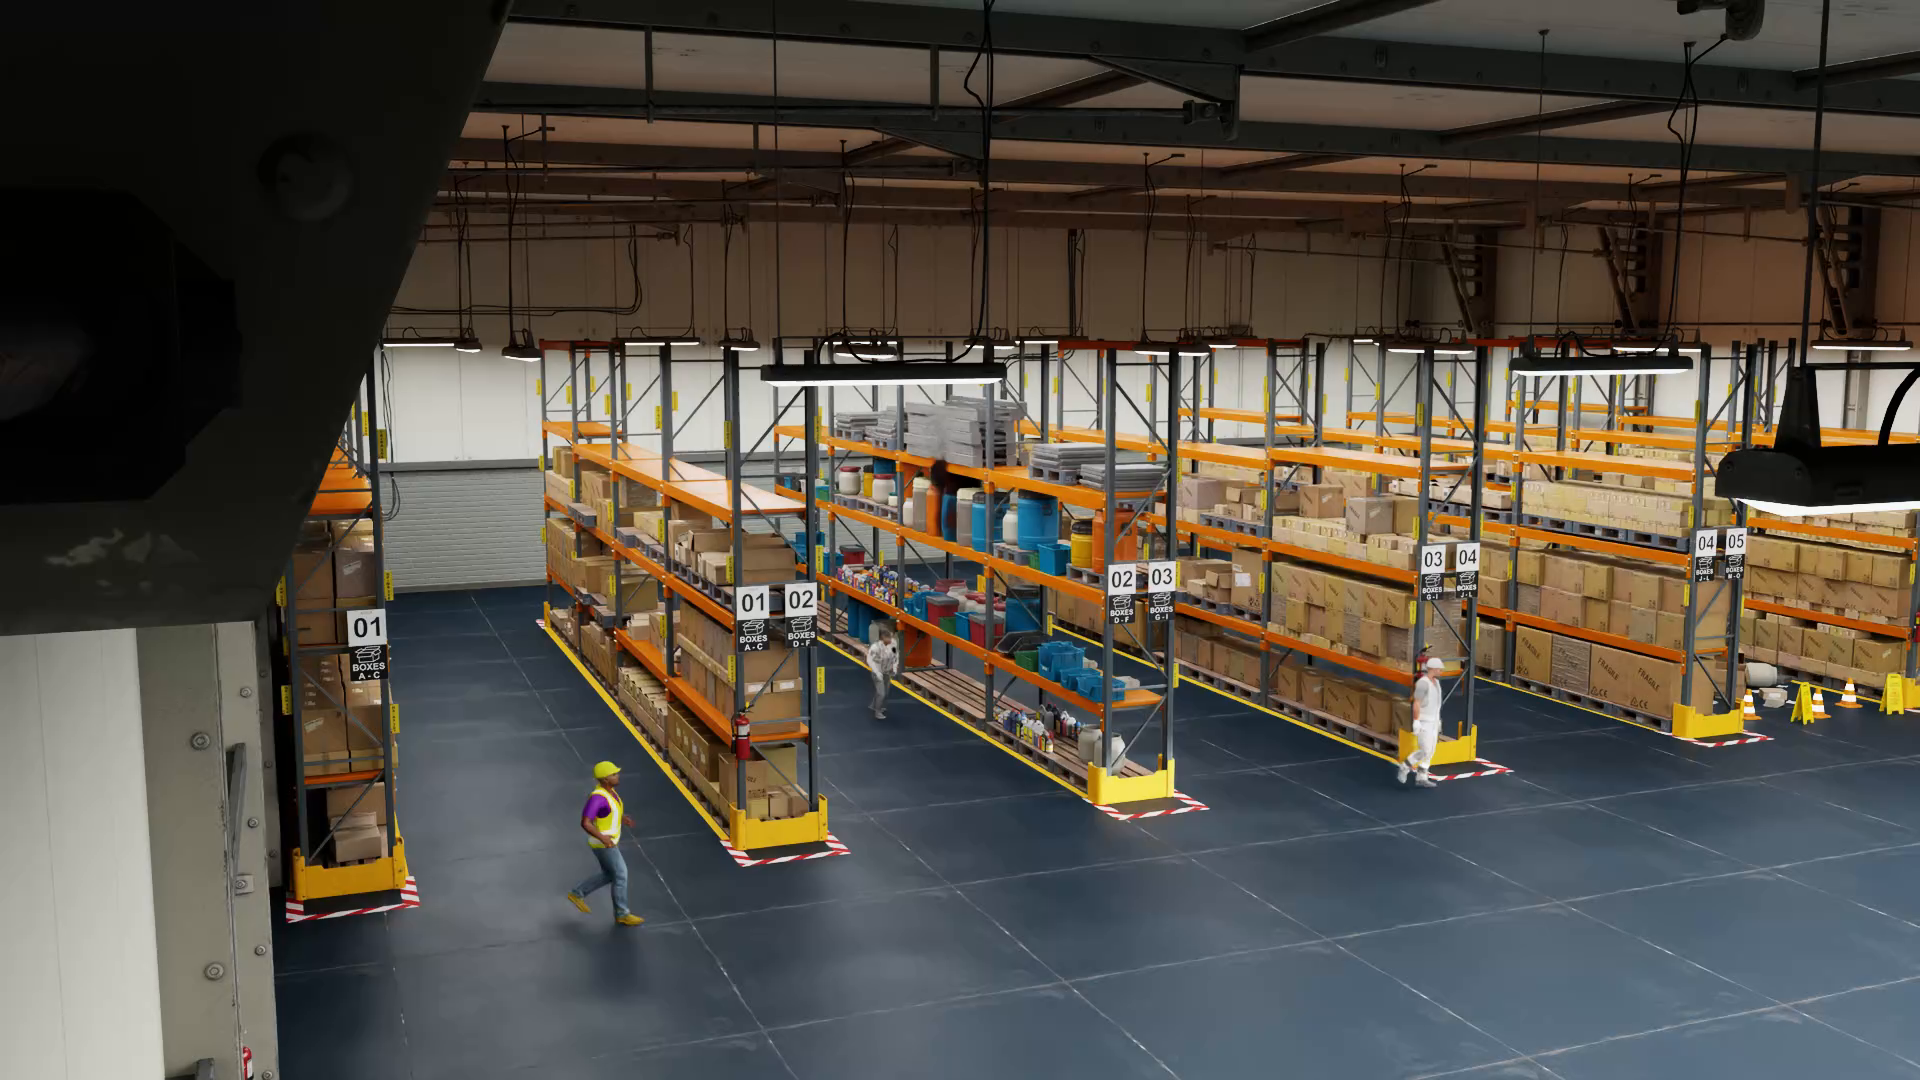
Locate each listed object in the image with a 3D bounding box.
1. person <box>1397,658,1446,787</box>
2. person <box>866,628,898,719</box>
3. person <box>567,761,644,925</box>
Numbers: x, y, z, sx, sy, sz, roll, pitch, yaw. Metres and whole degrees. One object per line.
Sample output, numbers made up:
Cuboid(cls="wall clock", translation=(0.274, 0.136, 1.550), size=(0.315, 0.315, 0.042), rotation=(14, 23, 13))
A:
Cuboid(cls="person", translation=(6.321, 2.486, 22.764), size=(0.512, 1.778, 0.692), rotation=(7, 10, 41))
Cuboid(cls="person", translation=(-1.275, 2.113, 26.706), size=(0.635, 1.532, 0.825), rotation=(-7, 10, -42))
Cuboid(cls="person", translation=(-3.767, 3.195, 17.520), size=(0.830, 1.767, 0.718), rotation=(0, 7, -3))
